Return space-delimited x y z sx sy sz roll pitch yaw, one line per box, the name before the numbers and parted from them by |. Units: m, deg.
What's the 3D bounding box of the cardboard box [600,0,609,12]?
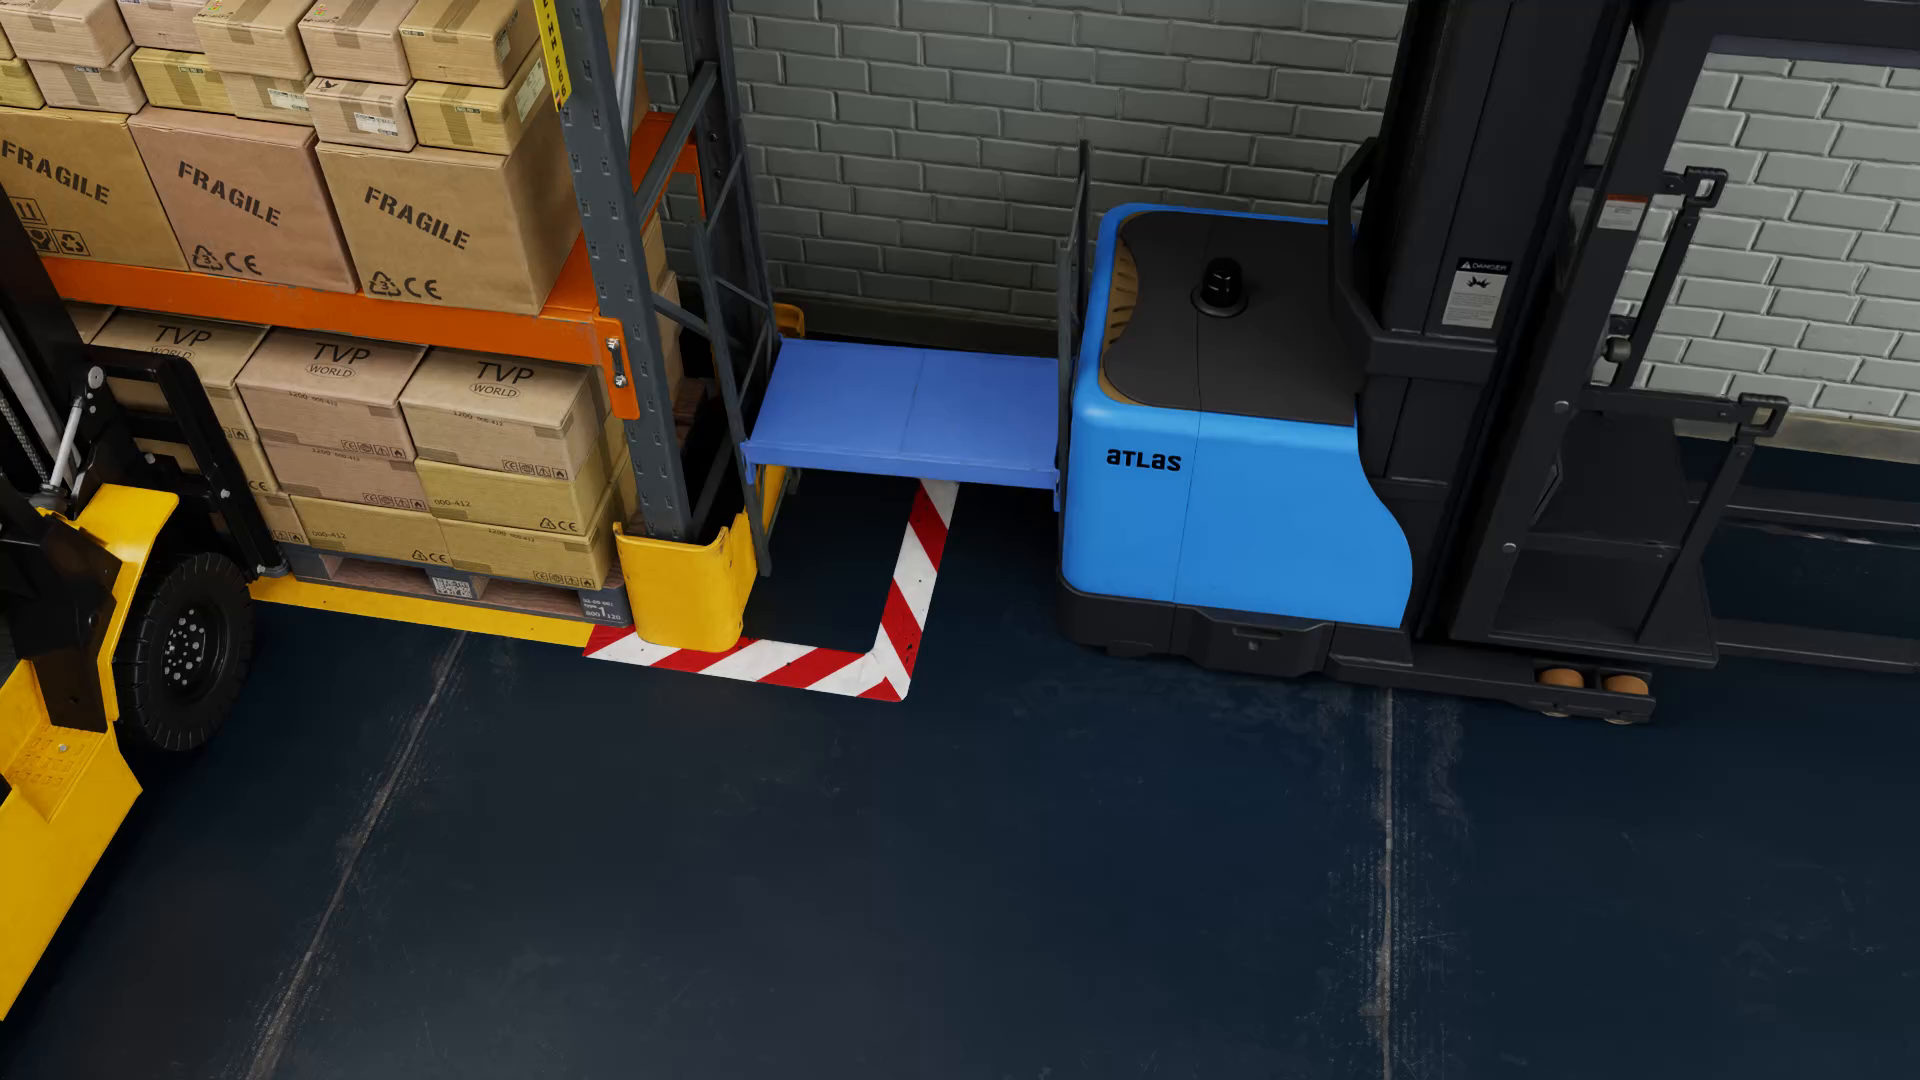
cardboard box | -1.116 -1.566 4.637 0.250 0.149 0.380 7 48 6

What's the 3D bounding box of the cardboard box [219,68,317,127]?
cardboard box | -1.721 -1.263 4.365 0.250 0.149 0.380 8 49 8

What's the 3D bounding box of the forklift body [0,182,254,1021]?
forklift body | -3.019 0.287 4.046 1.214 2.155 2.313 8 49 7

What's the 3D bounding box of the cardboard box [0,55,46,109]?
cardboard box | -2.486 -1.324 4.420 0.250 0.149 0.380 8 49 7

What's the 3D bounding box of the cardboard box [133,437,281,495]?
cardboard box | -2.367 -0.432 5.352 0.500 0.250 0.500 7 48 6

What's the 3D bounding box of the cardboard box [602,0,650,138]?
cardboard box | -1.267 -1.383 4.909 0.500 0.500 0.500 9 49 8

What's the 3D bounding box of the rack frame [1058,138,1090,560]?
rack frame | 0.347 -0.456 5.107 0.032 1.500 0.500 5 49 8

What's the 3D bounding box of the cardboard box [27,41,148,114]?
cardboard box | -2.234 -1.305 4.403 0.250 0.149 0.380 6 48 6

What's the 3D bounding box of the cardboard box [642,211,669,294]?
cardboard box | -1.268 -0.839 5.381 0.500 0.250 0.500 7 48 6

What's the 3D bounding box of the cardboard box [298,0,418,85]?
cardboard box | -1.467 -1.334 4.228 0.250 0.149 0.380 8 49 7

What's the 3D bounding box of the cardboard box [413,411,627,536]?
cardboard box | -1.363 -0.305 5.238 0.500 0.250 0.500 7 48 6

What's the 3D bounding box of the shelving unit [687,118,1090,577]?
shelving unit | -0.154 -0.502 5.177 1.048 1.500 0.538 5 49 8

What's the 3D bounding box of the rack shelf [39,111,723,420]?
rack shelf | -2.797 -1.105 5.210 4.000 0.370 1.077 8 49 7

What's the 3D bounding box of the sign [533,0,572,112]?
sign | -0.939 -1.152 3.831 0.005 0.325 0.100 8 49 7

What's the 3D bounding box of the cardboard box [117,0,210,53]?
cardboard box | -1.961 -1.436 4.320 0.250 0.149 0.380 8 49 7

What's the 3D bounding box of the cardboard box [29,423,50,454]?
cardboard box | -2.858 -0.501 5.414 0.500 0.250 0.500 8 48 7

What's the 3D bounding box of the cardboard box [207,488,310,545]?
cardboard box | -2.326 -0.279 5.550 0.500 0.250 0.500 8 49 7

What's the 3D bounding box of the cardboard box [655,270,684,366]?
cardboard box | -1.255 -0.684 5.578 0.500 0.250 0.500 8 49 8

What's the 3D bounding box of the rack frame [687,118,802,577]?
rack frame | -0.656 -0.549 5.247 0.032 1.500 0.500 5 49 8

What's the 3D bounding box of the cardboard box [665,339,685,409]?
cardboard box | -1.277 -0.510 5.758 0.500 0.250 0.500 8 49 7

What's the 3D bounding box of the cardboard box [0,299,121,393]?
cardboard box | -2.837 -0.664 5.224 0.500 0.250 0.500 7 48 6

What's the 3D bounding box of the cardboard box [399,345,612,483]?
cardboard box | -1.337 -0.469 5.049 0.500 0.250 0.500 9 49 8

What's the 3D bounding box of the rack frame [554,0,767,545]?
rack frame | -0.829 -1.081 4.705 0.127 3.000 1.000 8 49 7

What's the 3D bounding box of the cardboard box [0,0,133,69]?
cardboard box | -2.237 -1.389 4.278 0.250 0.149 0.380 9 49 8

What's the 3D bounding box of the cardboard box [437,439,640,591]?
cardboard box | -1.347 -0.133 5.419 0.500 0.250 0.500 8 49 7

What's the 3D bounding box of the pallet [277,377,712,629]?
pallet | -1.589 -0.220 5.805 1.213 0.211 1.003 8 49 7

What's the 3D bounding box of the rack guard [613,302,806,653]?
rack guard | -0.805 -0.242 5.632 0.348 0.500 1.175 8 49 7

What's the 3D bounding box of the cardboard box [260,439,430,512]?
cardboard box | -1.855 -0.379 5.304 0.500 0.250 0.500 7 48 6

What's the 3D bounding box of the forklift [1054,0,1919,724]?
forklift | 1.869 -0.827 4.523 3.031 2.935 1.130 6 48 6

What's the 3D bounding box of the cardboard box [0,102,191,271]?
cardboard box | -2.373 -1.130 4.682 0.500 0.500 0.500 7 48 6

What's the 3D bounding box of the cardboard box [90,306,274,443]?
cardboard box | -2.339 -0.592 5.159 0.500 0.250 0.500 8 49 7

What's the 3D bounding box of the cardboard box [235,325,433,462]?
cardboard box | -1.841 -0.532 5.106 0.500 0.250 0.500 8 49 8

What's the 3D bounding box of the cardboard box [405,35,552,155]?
cardboard box | -1.220 -1.172 4.283 0.250 0.149 0.380 8 49 7

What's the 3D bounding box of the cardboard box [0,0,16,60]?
cardboard box | -2.493 -1.419 4.305 0.250 0.149 0.380 9 49 8

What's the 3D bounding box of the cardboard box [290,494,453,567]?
cardboard box | -1.835 -0.206 5.485 0.500 0.250 0.500 8 49 7

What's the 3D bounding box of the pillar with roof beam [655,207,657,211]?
pillar with roof beam | -2.119 -0.687 0.317 0.400 9.000 9.100 8 49 7

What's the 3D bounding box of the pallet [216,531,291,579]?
pallet | -2.786 -0.383 5.952 1.213 0.211 1.003 8 49 7

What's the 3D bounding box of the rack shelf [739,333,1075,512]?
rack shelf | -0.146 -0.384 5.312 1.000 0.185 0.538 5 49 8

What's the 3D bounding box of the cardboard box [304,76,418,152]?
cardboard box | -1.477 -1.184 4.294 0.250 0.149 0.380 8 49 7

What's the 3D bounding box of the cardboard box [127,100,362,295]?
cardboard box | -1.869 -1.063 4.621 0.500 0.500 0.500 9 49 8

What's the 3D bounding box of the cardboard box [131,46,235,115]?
cardboard box | -1.963 -1.304 4.402 0.250 0.149 0.380 7 48 7

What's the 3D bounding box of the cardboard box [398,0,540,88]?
cardboard box | -1.219 -1.324 4.220 0.250 0.149 0.380 8 49 7

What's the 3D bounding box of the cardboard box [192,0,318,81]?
cardboard box | -1.729 -1.348 4.242 0.250 0.149 0.380 9 49 8

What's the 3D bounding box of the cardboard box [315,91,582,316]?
cardboard box | -1.360 -0.987 4.553 0.500 0.500 0.500 7 48 6
